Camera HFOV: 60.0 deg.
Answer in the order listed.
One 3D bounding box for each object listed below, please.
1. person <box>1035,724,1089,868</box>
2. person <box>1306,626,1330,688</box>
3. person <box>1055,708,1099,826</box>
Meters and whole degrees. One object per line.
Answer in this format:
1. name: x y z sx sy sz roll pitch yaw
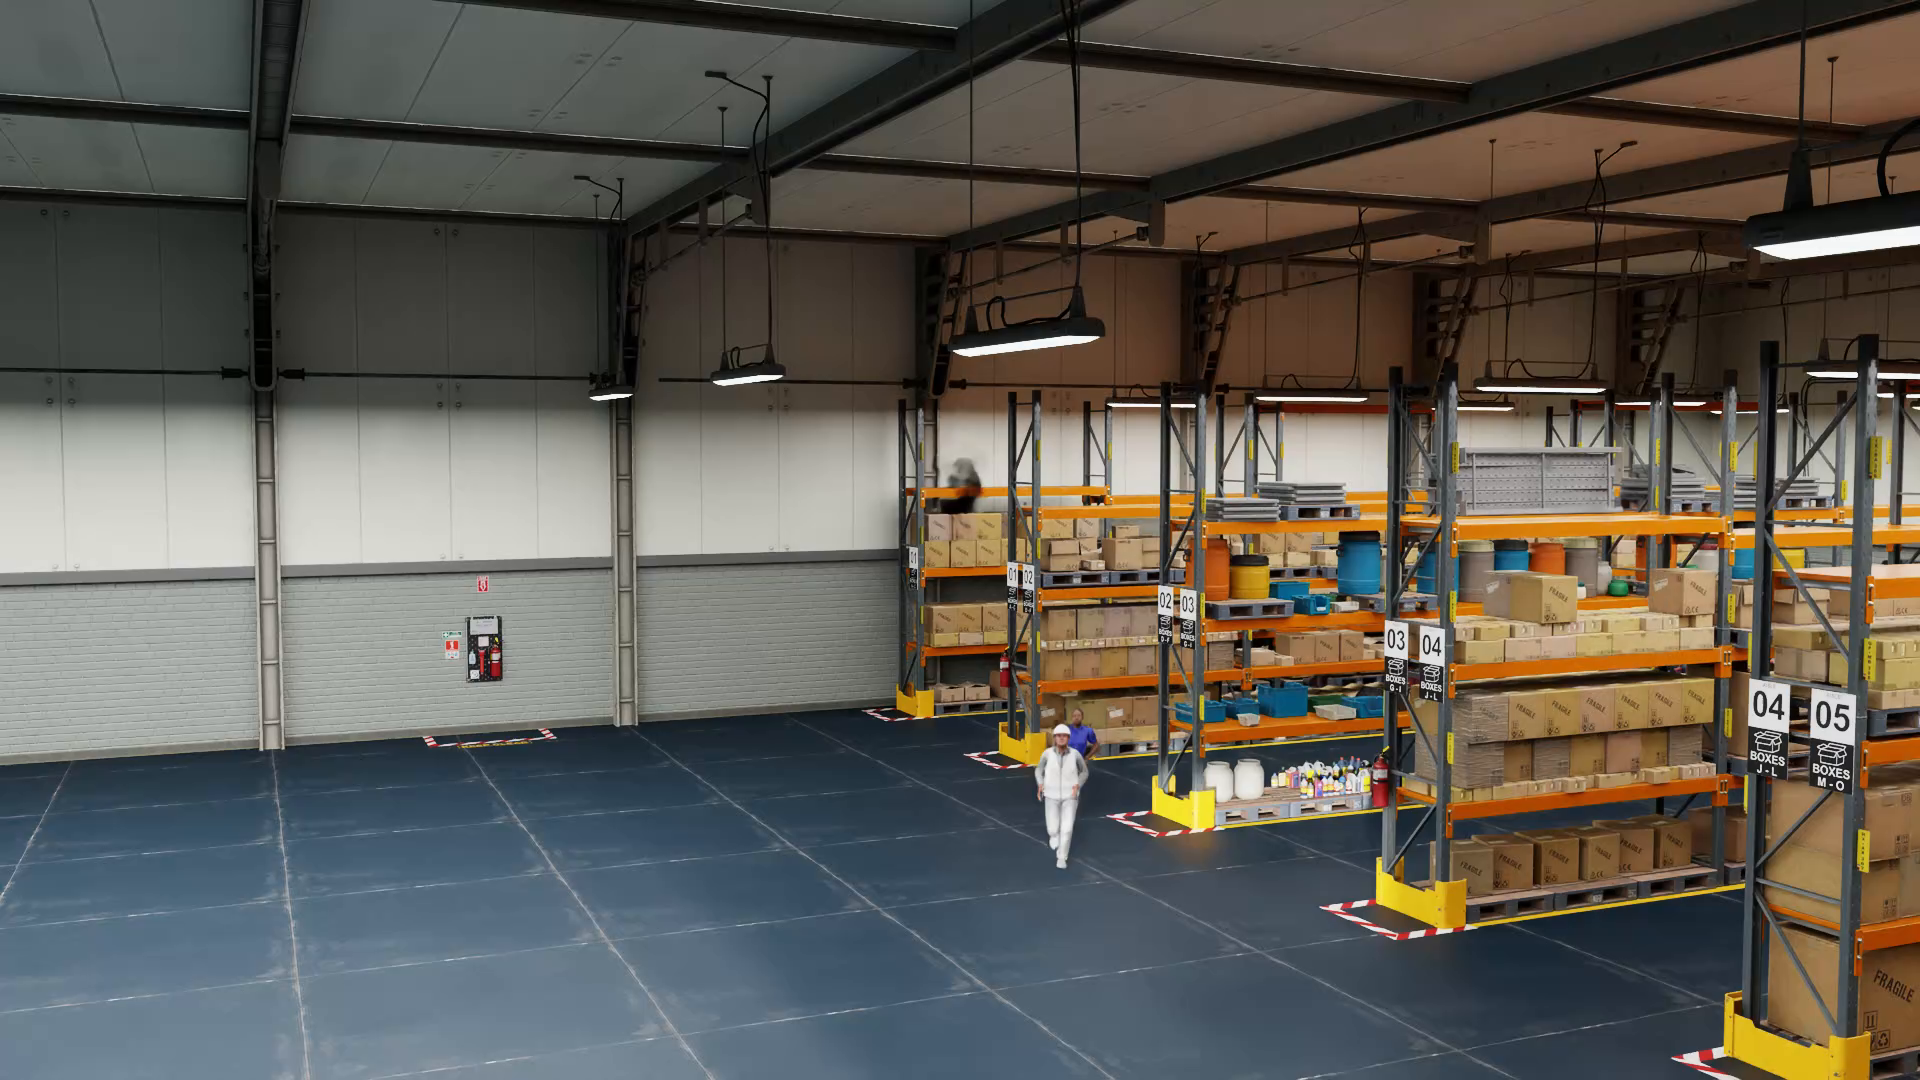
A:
1. person: 1.246 3.116 20.372 0.663 1.730 0.586 0 3 5
2. person: 6.898 2.451 31.948 0.542 1.703 0.642 -2 4 -28
3. person: 1.538 3.101 22.224 0.586 1.549 0.640 1 3 11
